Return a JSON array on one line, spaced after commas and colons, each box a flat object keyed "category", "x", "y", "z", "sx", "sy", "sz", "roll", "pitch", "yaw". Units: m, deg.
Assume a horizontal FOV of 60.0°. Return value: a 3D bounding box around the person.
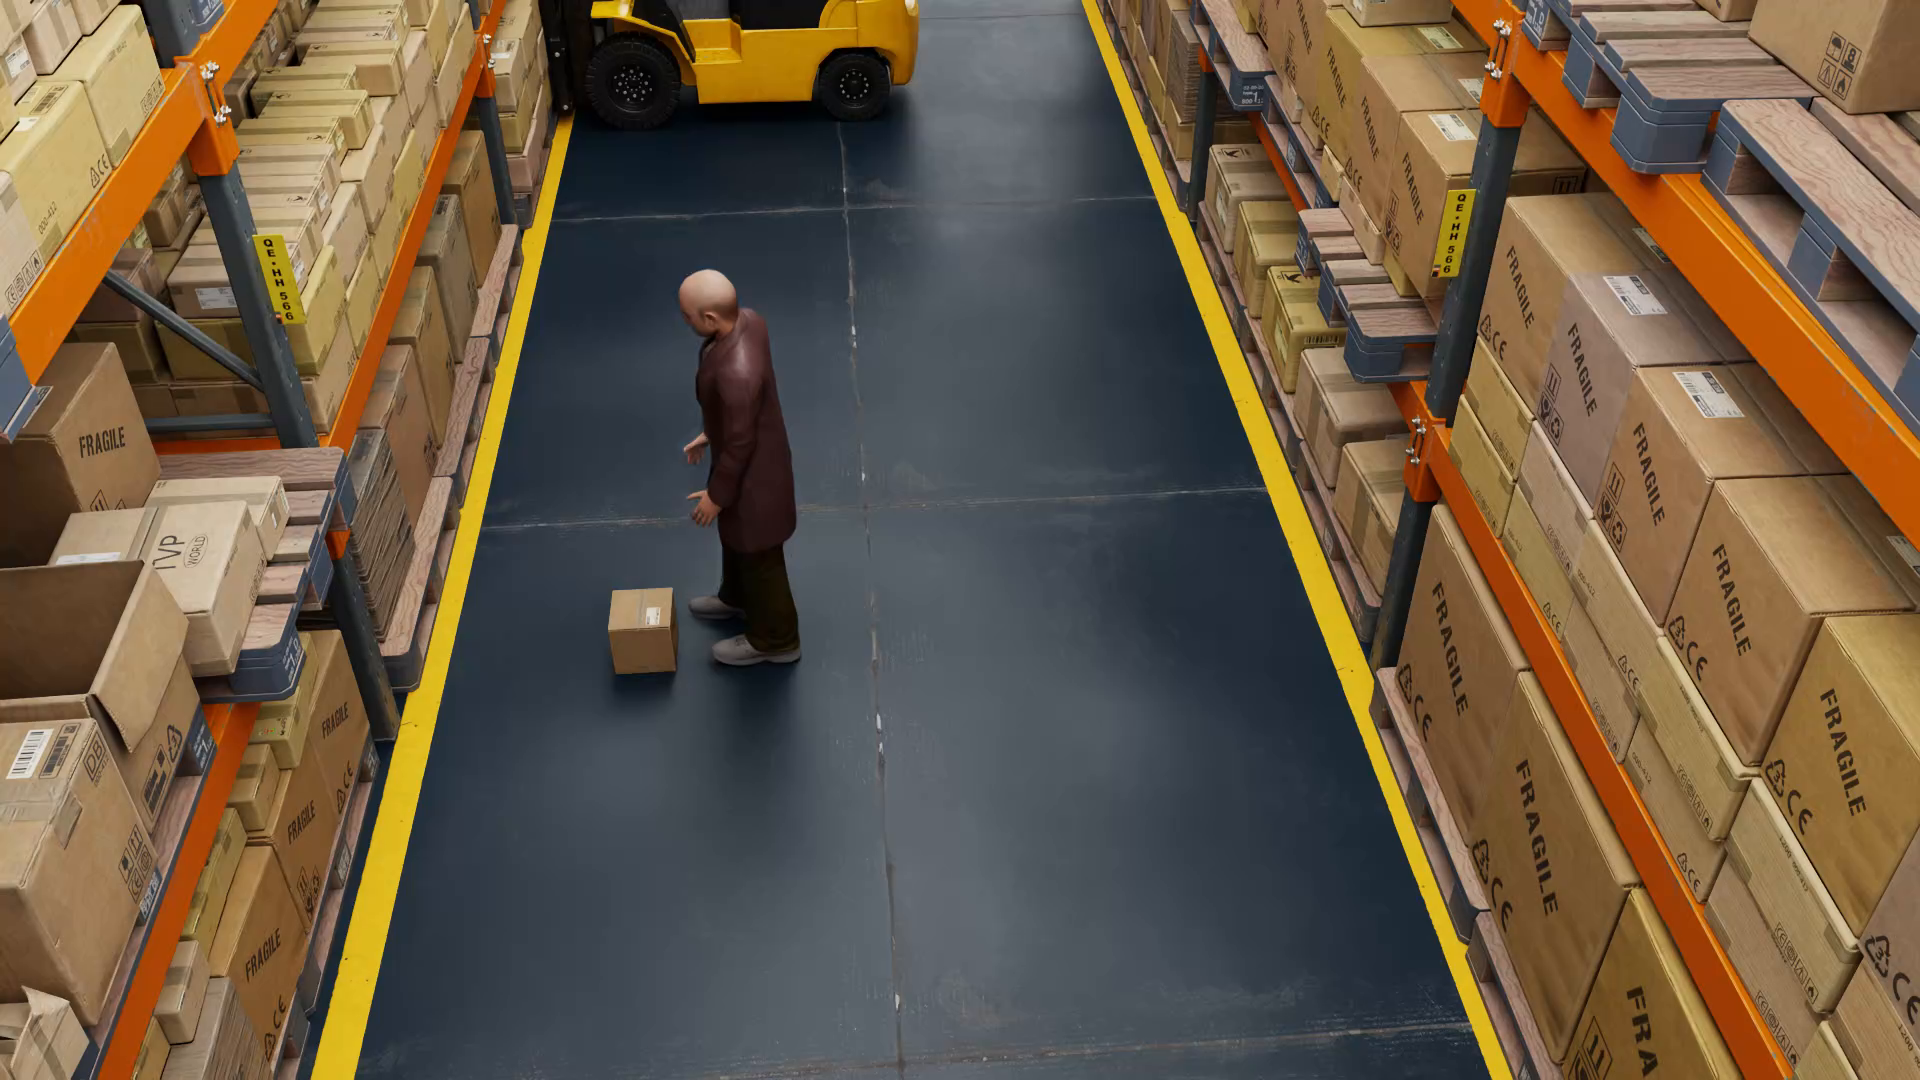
[{"category": "person", "x": -0.902, "y": -0.254, "z": 6.479, "sx": 0.507, "sy": 1.799, "sz": 0.587, "roll": -3, "pitch": 39, "yaw": -4}]
